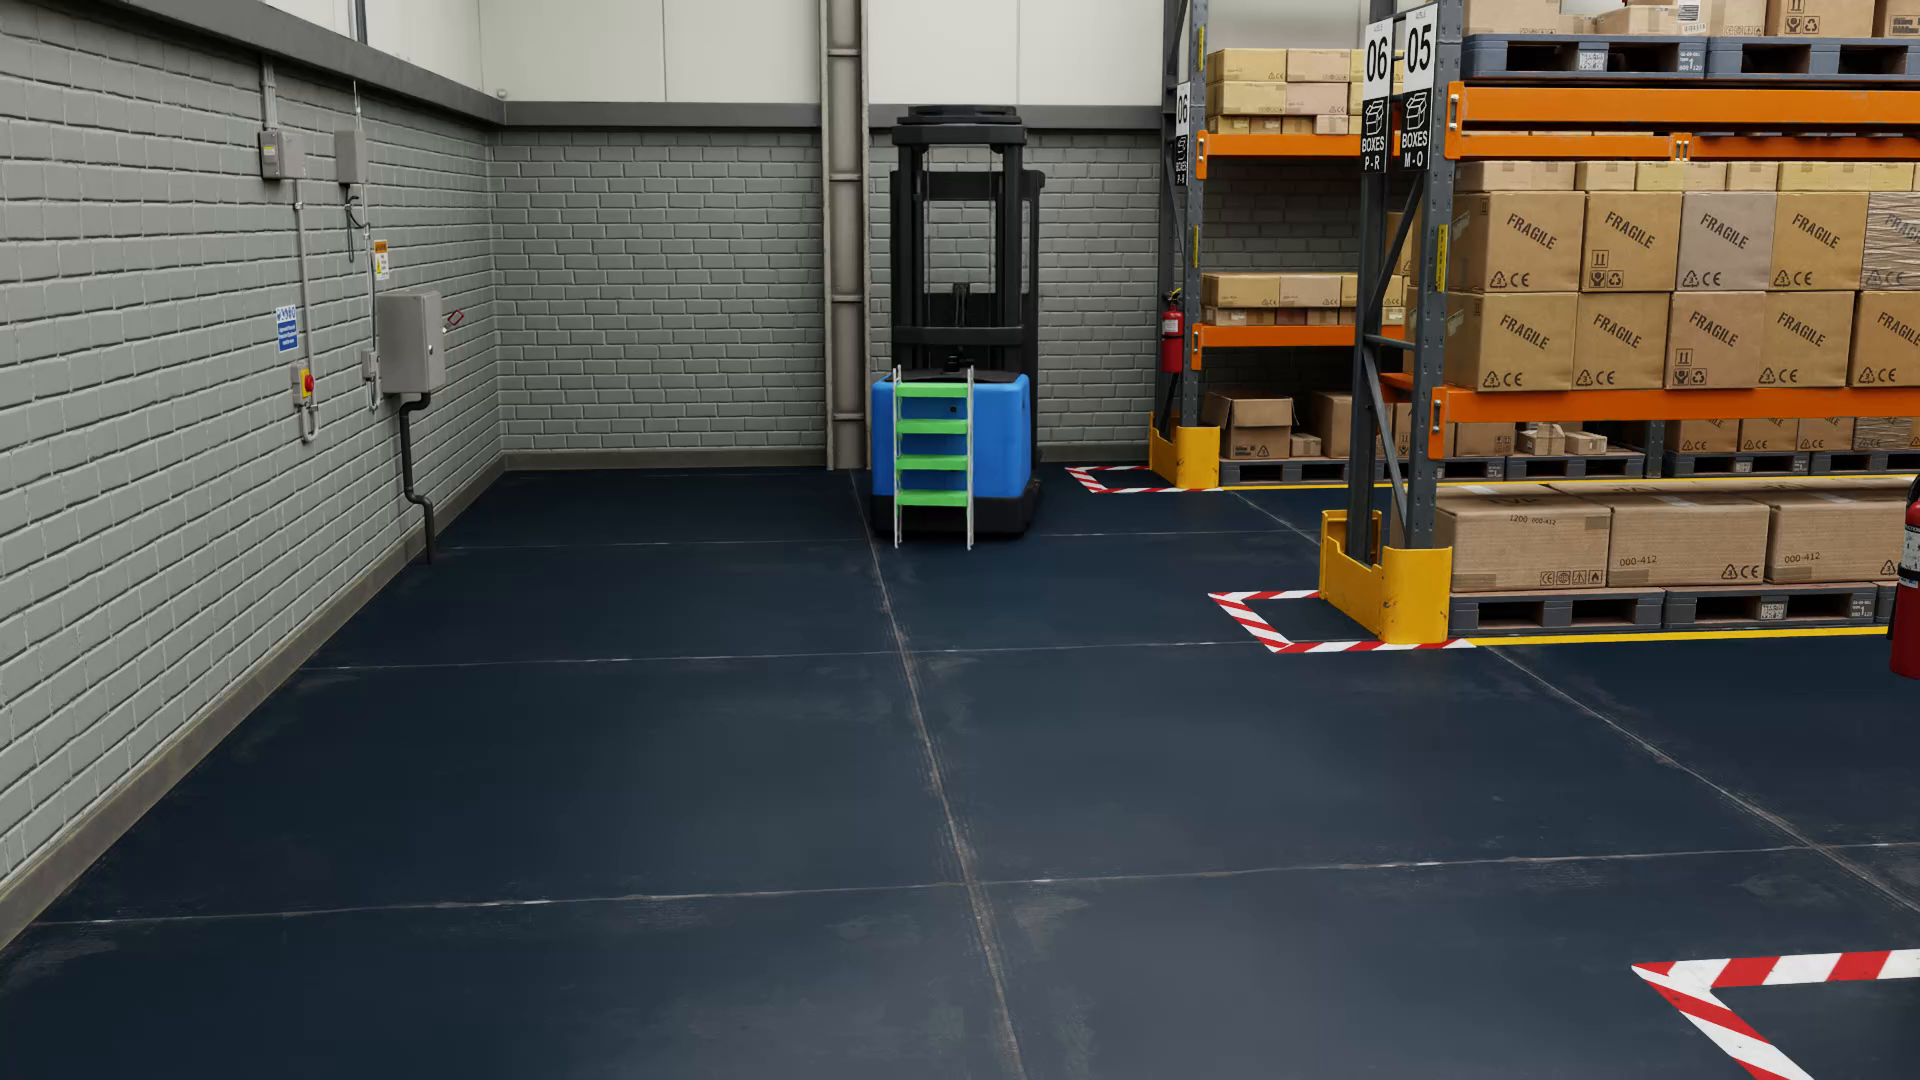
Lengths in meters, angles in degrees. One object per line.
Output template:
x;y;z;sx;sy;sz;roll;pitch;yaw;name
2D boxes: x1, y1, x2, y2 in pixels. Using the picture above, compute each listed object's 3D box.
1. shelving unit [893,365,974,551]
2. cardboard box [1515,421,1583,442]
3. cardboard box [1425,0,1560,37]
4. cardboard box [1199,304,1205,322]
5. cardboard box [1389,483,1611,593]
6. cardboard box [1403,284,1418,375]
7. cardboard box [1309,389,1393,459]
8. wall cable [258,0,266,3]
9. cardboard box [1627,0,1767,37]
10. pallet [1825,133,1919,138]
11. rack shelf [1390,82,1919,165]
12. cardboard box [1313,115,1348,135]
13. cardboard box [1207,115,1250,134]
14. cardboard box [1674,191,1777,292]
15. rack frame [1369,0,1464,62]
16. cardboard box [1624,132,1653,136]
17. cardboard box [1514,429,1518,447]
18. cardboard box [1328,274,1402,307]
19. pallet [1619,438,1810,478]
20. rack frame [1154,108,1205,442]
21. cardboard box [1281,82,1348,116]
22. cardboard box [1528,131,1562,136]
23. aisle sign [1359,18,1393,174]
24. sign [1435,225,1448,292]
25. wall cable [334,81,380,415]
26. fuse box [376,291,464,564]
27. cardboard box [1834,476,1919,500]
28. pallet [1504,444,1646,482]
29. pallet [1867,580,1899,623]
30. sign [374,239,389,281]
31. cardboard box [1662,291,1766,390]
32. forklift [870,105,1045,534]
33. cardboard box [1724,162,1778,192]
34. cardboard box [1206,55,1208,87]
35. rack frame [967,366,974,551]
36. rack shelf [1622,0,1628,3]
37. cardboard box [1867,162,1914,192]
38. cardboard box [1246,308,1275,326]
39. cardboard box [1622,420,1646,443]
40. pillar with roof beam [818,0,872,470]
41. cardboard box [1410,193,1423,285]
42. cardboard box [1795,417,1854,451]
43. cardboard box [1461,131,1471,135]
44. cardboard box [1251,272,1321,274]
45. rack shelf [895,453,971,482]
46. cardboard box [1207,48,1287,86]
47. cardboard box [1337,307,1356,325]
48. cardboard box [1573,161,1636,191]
-0.173;-0.547;11.038;0.503;1.200;0.258;1;12;6;shelving unit
5.095;-0.997;14.548;0.500;0.311;0.500;-1;11;-4;cardboard box
2.778;-2.724;8.713;0.500;0.250;0.500;-2;11;-11;cardboard box
2.101;-1.931;14.065;0.250;0.149;0.380;-1;11;-7;cardboard box
2.986;-0.026;9.277;0.875;0.438;0.875;-2;11;-8;cardboard box
2.791;-1.154;9.202;0.500;0.500;0.500;-1;11;-6;cardboard box
3.273;-0.980;13.970;0.500;0.500;0.700;-1;11;-4;cardboard box
-3.284;-3.815;7.446;0.029;3.000;0.463;-1;11;-6;wall cable
3.834;-2.749;8.682;0.500;0.311;0.500;-1;11;-5;cardboard box
7.464;-3.481;14.010;1.003;0.211;1.213;-1;11;-6;pallet
4.329;-2.205;8.895;4.000;0.370;1.077;-1;11;-6;rack shelf
2.916;-3.304;13.276;0.250;0.149;0.380;-1;11;-5;cardboard box
2.143;-3.306;13.286;0.250;0.149;0.380;-1;11;-5;cardboard box
3.872;-1.563;8.693;0.500;0.500;0.500;-1;11;-7;cardboard box
2.340;-3.988;8.324;0.127;3.000;1.000;-1;11;-6;rack frame
5.452;-3.364;13.577;0.250;0.149;0.380;-1;11;-6;cardboard box
4.664;-0.909;14.517;0.250;0.149;0.380;-1;11;-7;cardboard box
3.286;-2.048;13.626;0.500;0.250;0.500;-1;11;-7;cardboard box
6.582;-0.735;14.560;1.213;0.211;1.003;-1;11;-6;pallet
1.801;-1.996;13.744;0.127;3.000;1.000;-1;11;-6;rack frame
2.774;-3.511;13.295;0.500;0.250;0.500;-1;11;-5;cardboard box
4.695;-3.351;13.512;0.250;0.149;0.380;-1;11;-6;cardboard box
2.235;-2.378;8.947;0.004;0.787;0.394;-1;11;-6;aisle sign
2.394;-1.401;8.270;0.005;0.325;0.100;-1;11;-6;sign
-3.428;-1.692;9.567;0.122;1.984;0.588;-1;11;-6;wall cable
-3.345;-0.696;10.471;0.414;1.711;0.539;-1;11;-6;fuse box
5.681;-0.084;9.571;0.875;0.438;0.875;-1;11;-7;cardboard box
5.094;-0.697;14.365;1.213;0.211;1.003;-1;11;-6;pallet
5.553;0.242;9.591;1.213;0.211;1.003;-1;11;-6;pallet
-3.545;-1.718;10.191;0.001;0.242;0.339;-1;11;-6;sign
3.856;-1.071;8.781;0.500;0.500;0.500;-1;11;-6;cardboard box
0.061;-1.714;12.489;1.130;2.935;3.031;1;11;6;forklift
4.015;-1.881;8.625;0.250;0.149;0.380;-1;11;-6;cardboard box
2.212;-3.848;13.712;0.500;0.250;0.500;-2;11;-8;cardboard box
0.070;-0.542;11.012;0.015;1.200;0.240;1;12;6;rack frame
3.789;-4.627;13.447;4.000;0.370;1.077;-1;11;-6;rack shelf
4.767;-1.903;8.741;0.250;0.149;0.380;-1;11;-7;cardboard box
2.405;-1.841;13.608;0.250;0.149;0.380;-1;11;-5;cardboard box
6.233;-1.126;14.709;0.500;0.500;0.500;-1;11;-6;cardboard box
-0.512;-4.231;9.560;0.400;9.000;9.100;-1;11;-6;pillar with roof beam
2.794;-1.639;9.080;0.500;0.500;0.500;-1;11;-4;cardboard box
7.307;-1.048;14.315;0.500;0.500;0.500;-2;11;-8;cardboard box
3.924;-3.326;13.385;0.250;0.149;0.380;-1;11;-5;cardboard box
2.742;-2.139;14.091;0.500;0.250;0.500;-1;11;-6;cardboard box
-0.173;-0.485;11.050;0.480;0.148;0.258;1;12;6;rack shelf
2.269;-3.746;13.195;0.500;0.250;0.500;-1;11;-7;cardboard box
3.184;-1.853;13.670;0.250;0.149;0.380;-1;11;-5;cardboard box
3.247;-1.859;8.514;0.250;0.149;0.380;-1;11;-4;cardboard box
